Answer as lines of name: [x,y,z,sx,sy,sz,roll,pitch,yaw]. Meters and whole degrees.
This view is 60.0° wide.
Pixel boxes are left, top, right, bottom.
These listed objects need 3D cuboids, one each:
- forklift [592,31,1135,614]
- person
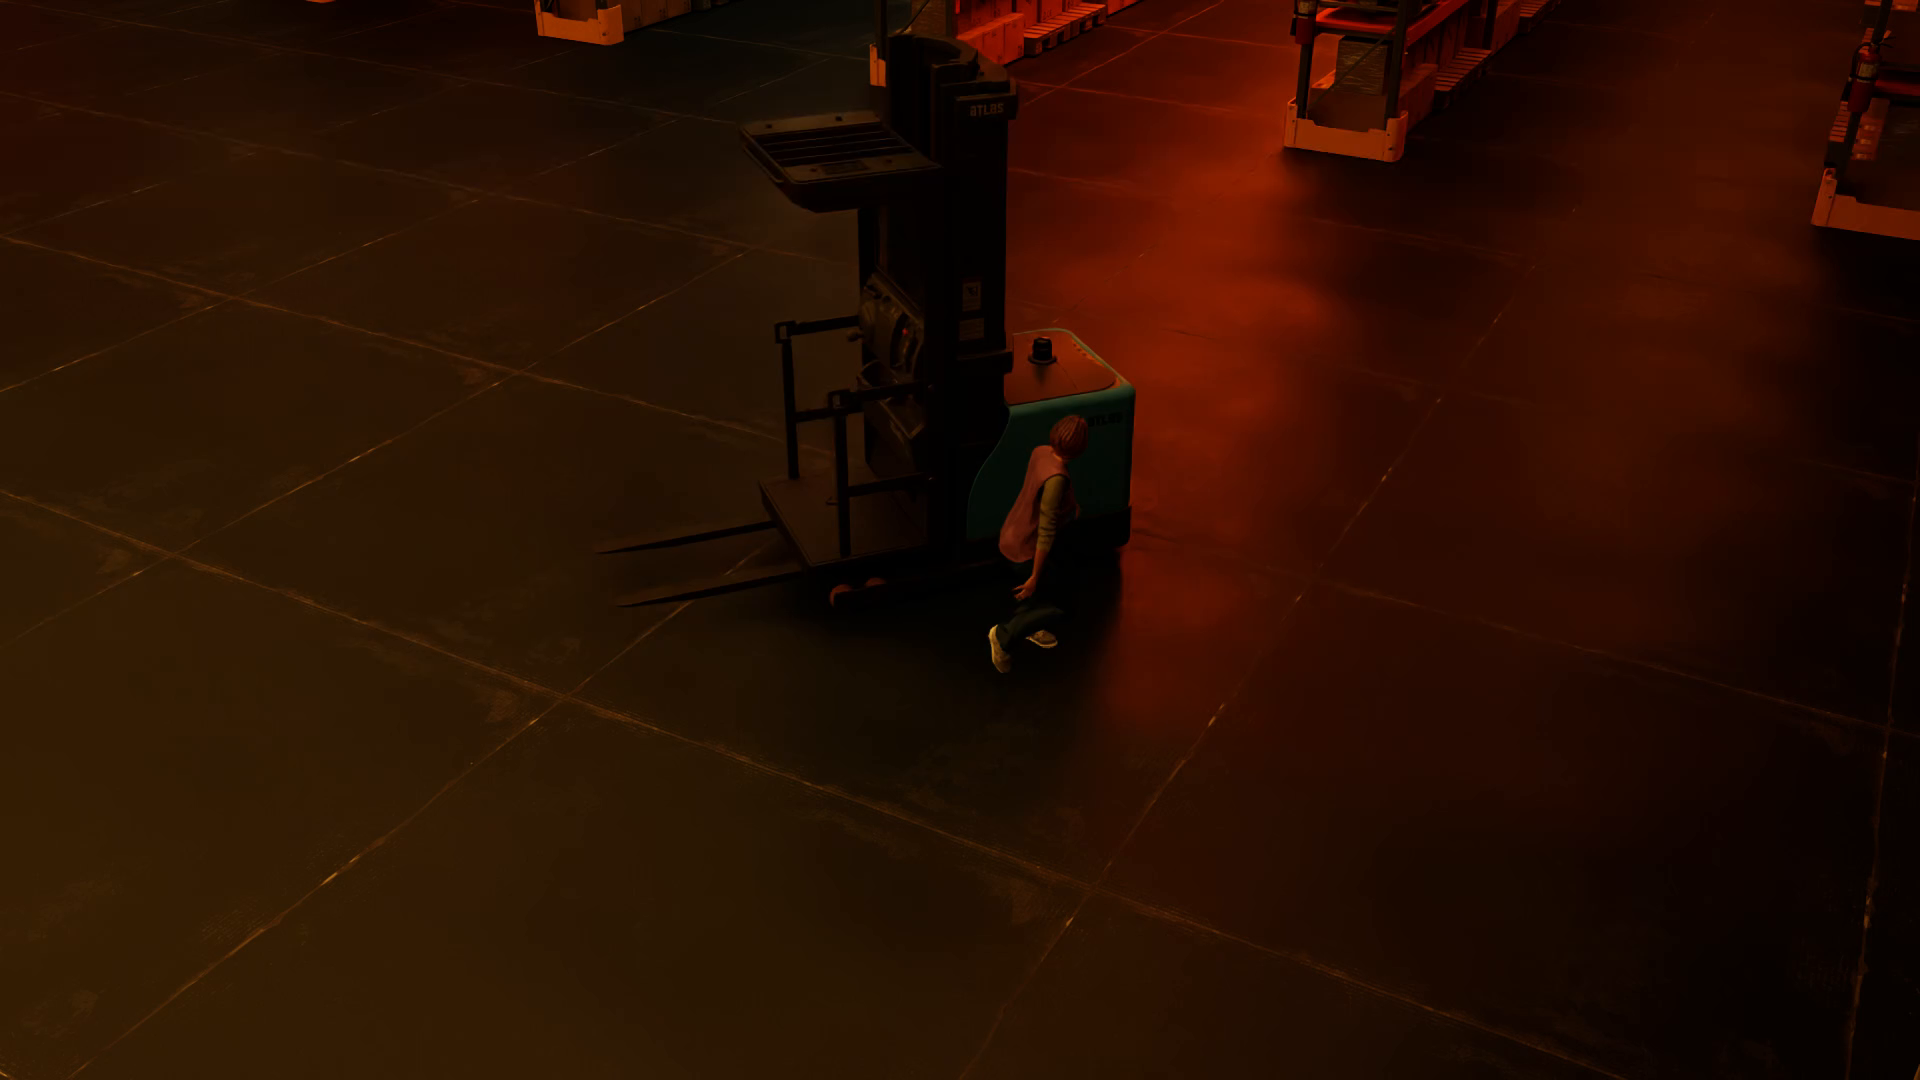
forklift: [-0.567,-1.154,9.070,3.031,2.935,1.130,-11,32,-19]
person: [0.396,0.039,8.545,0.475,1.422,0.822,3,30,6]
